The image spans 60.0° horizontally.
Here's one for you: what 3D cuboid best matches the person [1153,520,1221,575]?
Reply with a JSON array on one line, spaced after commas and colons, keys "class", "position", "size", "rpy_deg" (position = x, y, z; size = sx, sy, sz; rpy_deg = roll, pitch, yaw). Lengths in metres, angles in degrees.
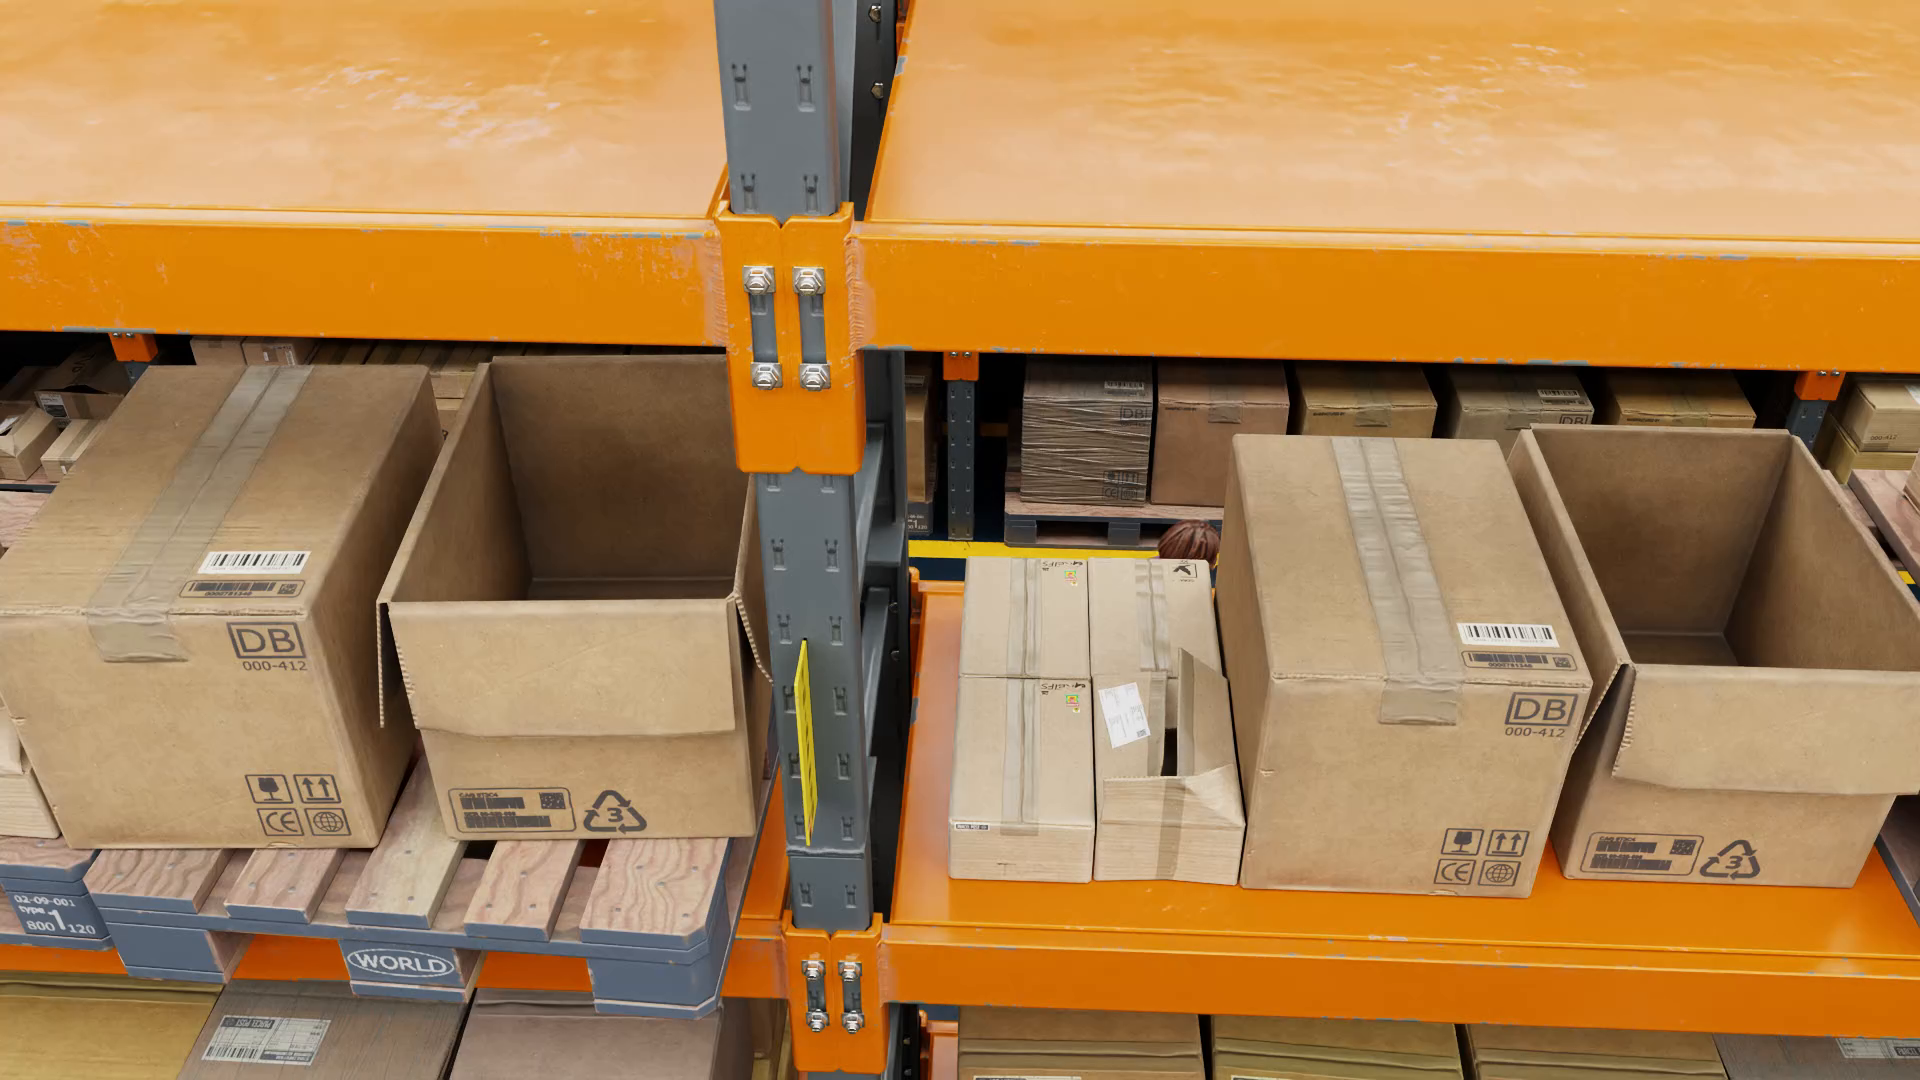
[{"class": "person", "position": [0.758, 0.600, 6.311], "size": [0.350, 1.581, 0.472], "rpy_deg": [1, 36, 1]}]
